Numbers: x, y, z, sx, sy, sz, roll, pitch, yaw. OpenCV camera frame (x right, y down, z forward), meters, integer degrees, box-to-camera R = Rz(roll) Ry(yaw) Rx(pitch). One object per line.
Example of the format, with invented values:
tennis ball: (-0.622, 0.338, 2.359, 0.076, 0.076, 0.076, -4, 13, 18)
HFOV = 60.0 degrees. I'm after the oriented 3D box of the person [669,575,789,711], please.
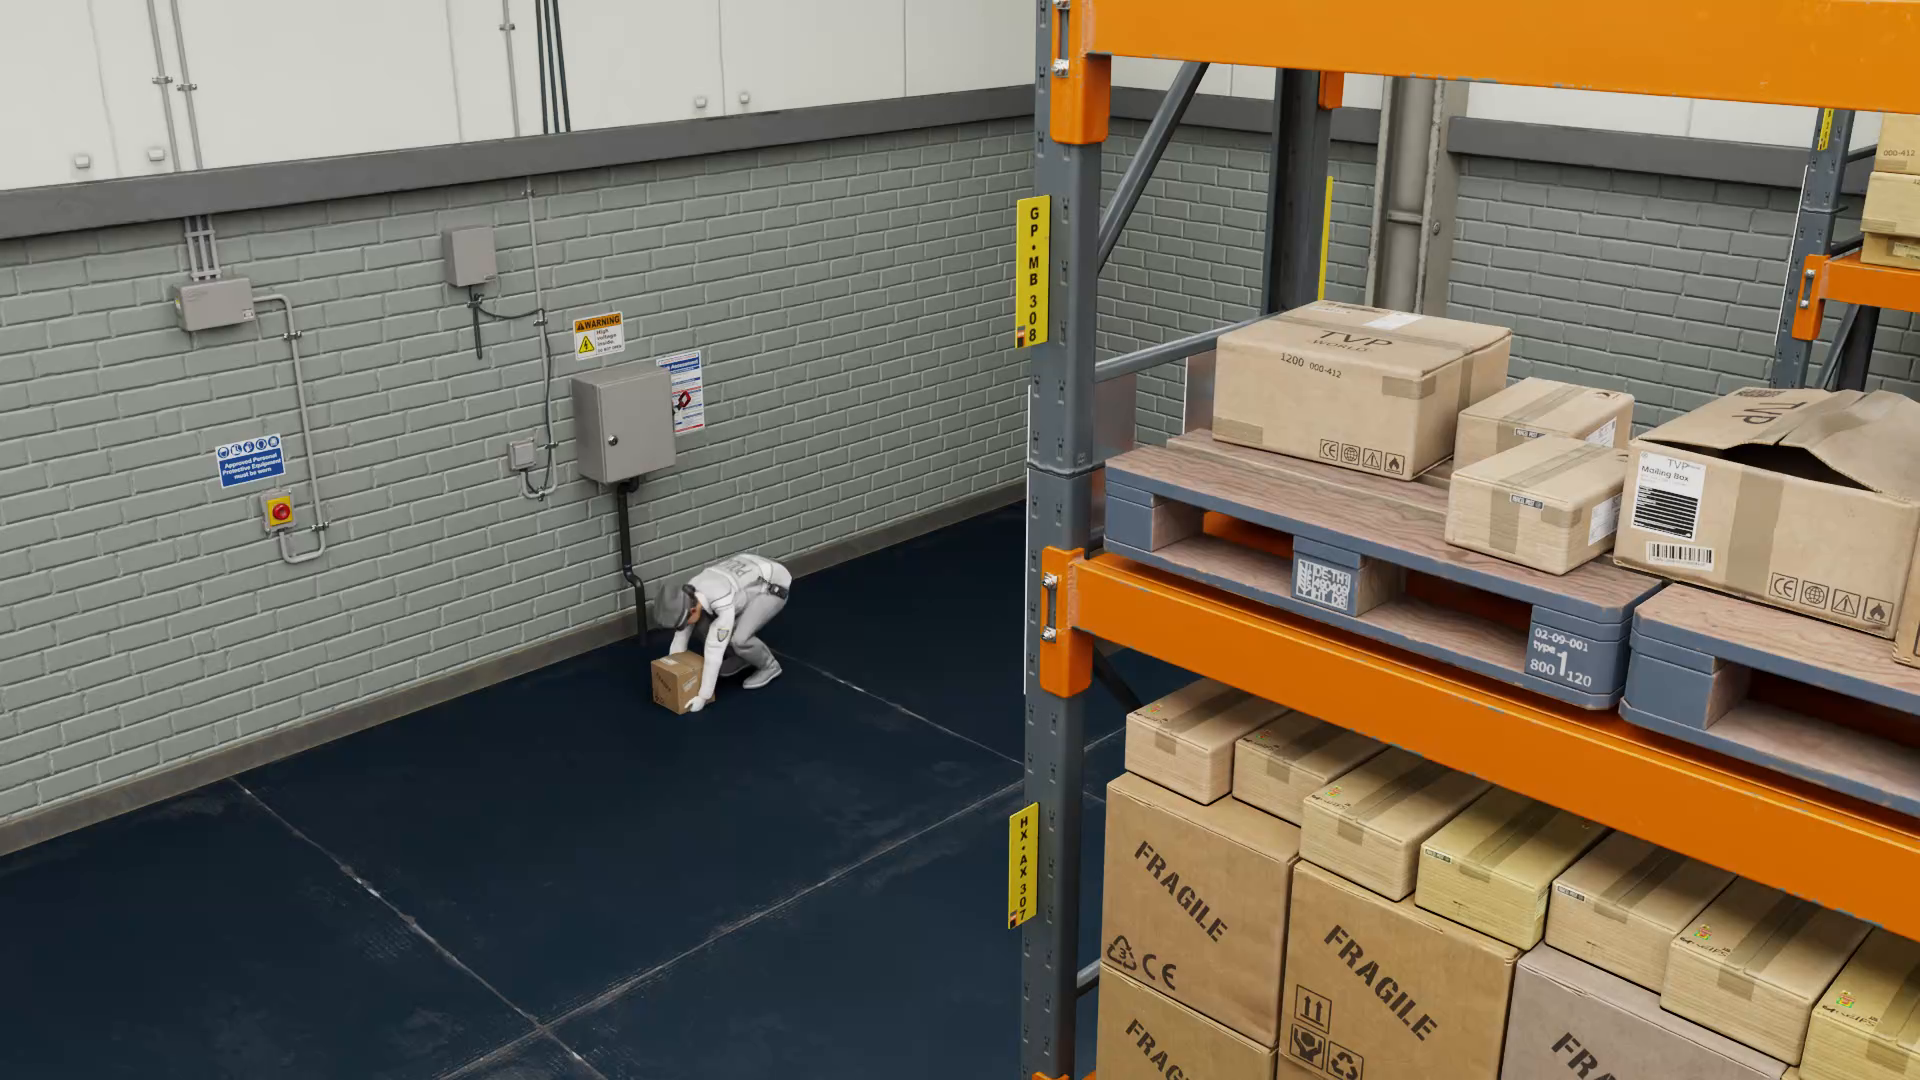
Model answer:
person: (-1.341, 0.519, 9.583, 0.411, 0.722, 0.850, 18, 27, 39)
